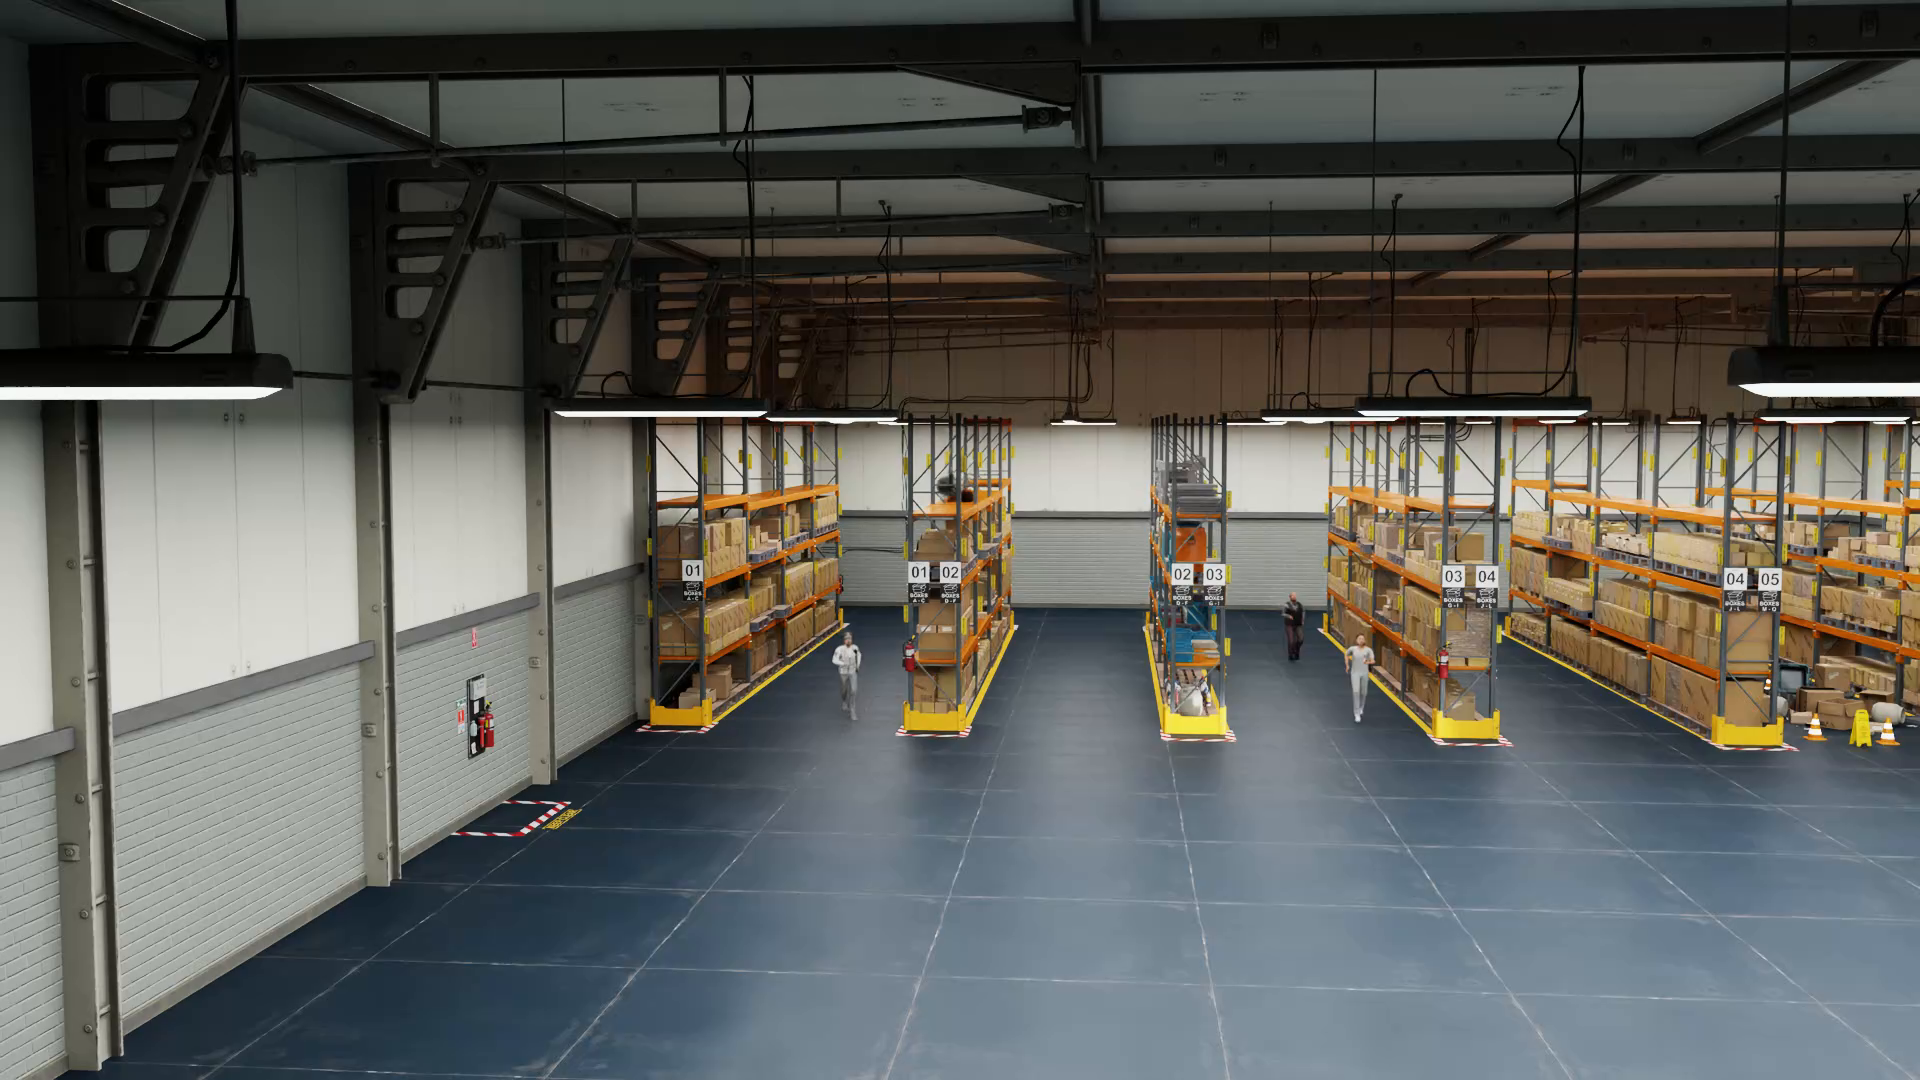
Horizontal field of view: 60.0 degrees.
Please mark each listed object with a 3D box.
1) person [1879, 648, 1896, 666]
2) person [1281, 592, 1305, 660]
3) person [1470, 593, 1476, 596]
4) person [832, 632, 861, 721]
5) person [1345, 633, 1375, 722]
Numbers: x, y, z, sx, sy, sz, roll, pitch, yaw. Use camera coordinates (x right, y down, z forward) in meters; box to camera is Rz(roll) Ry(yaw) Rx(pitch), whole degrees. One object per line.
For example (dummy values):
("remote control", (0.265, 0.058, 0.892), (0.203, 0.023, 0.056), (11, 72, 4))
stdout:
("person", (21.443, 2.272, 38.288), (0.643, 1.732, 0.603), (0, 4, 5))
("person", (8.219, 2.125, 40.804), (0.645, 1.689, 0.617), (0, 4, -4))
("person", (14.080, 1.793, 46.393), (0.669, 1.613, 0.914), (2, 4, 30))
("person", (-2.243, 2.672, 32.953), (0.578, 1.739, 0.997), (0, 4, -7))
("person", (7.850, 2.663, 32.635), (0.553, 1.682, 0.907), (0, 4, 6))
